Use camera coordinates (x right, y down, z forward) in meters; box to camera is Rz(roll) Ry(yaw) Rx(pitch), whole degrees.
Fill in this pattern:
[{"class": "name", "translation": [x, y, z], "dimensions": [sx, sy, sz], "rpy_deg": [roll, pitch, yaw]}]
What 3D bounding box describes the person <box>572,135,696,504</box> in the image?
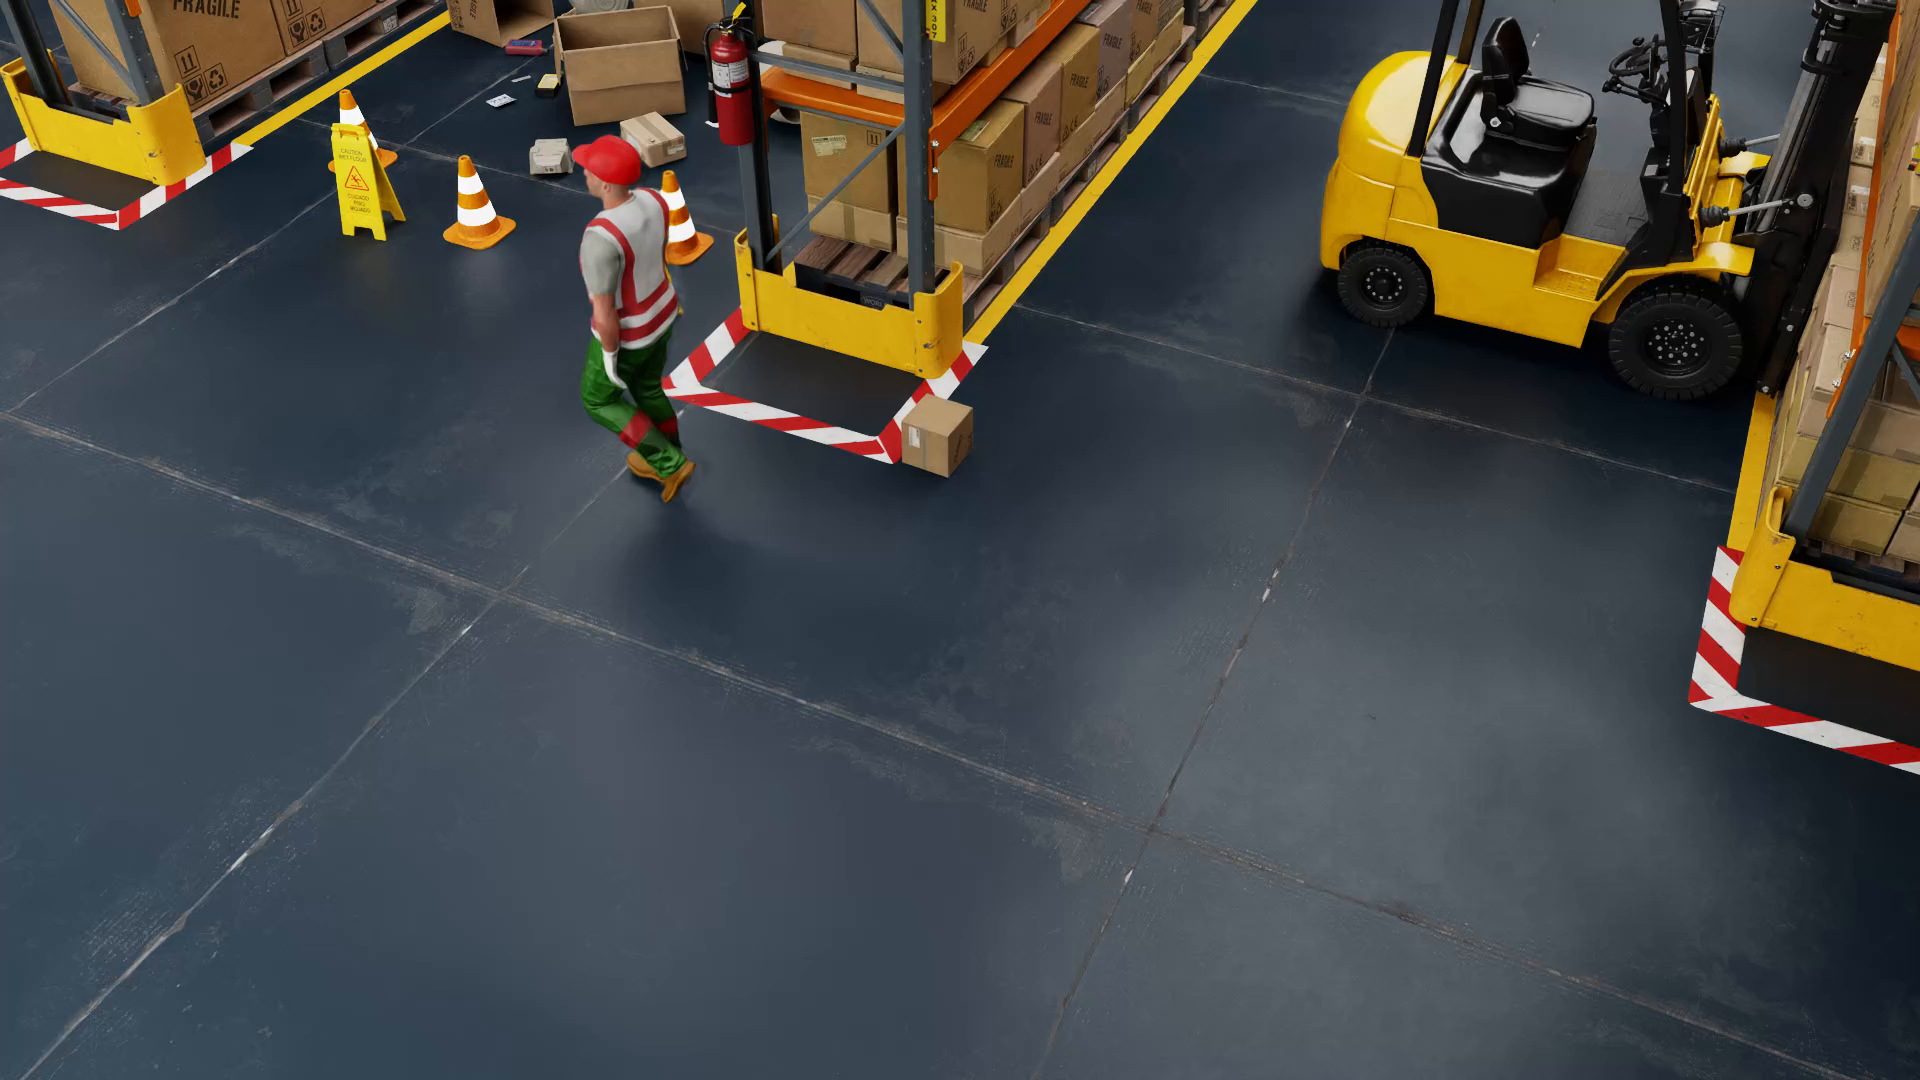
[{"class": "person", "translation": [-1.379, -0.909, 7.127], "dimensions": [0.513, 1.780, 0.541], "rpy_deg": [18, 45, 19]}]
